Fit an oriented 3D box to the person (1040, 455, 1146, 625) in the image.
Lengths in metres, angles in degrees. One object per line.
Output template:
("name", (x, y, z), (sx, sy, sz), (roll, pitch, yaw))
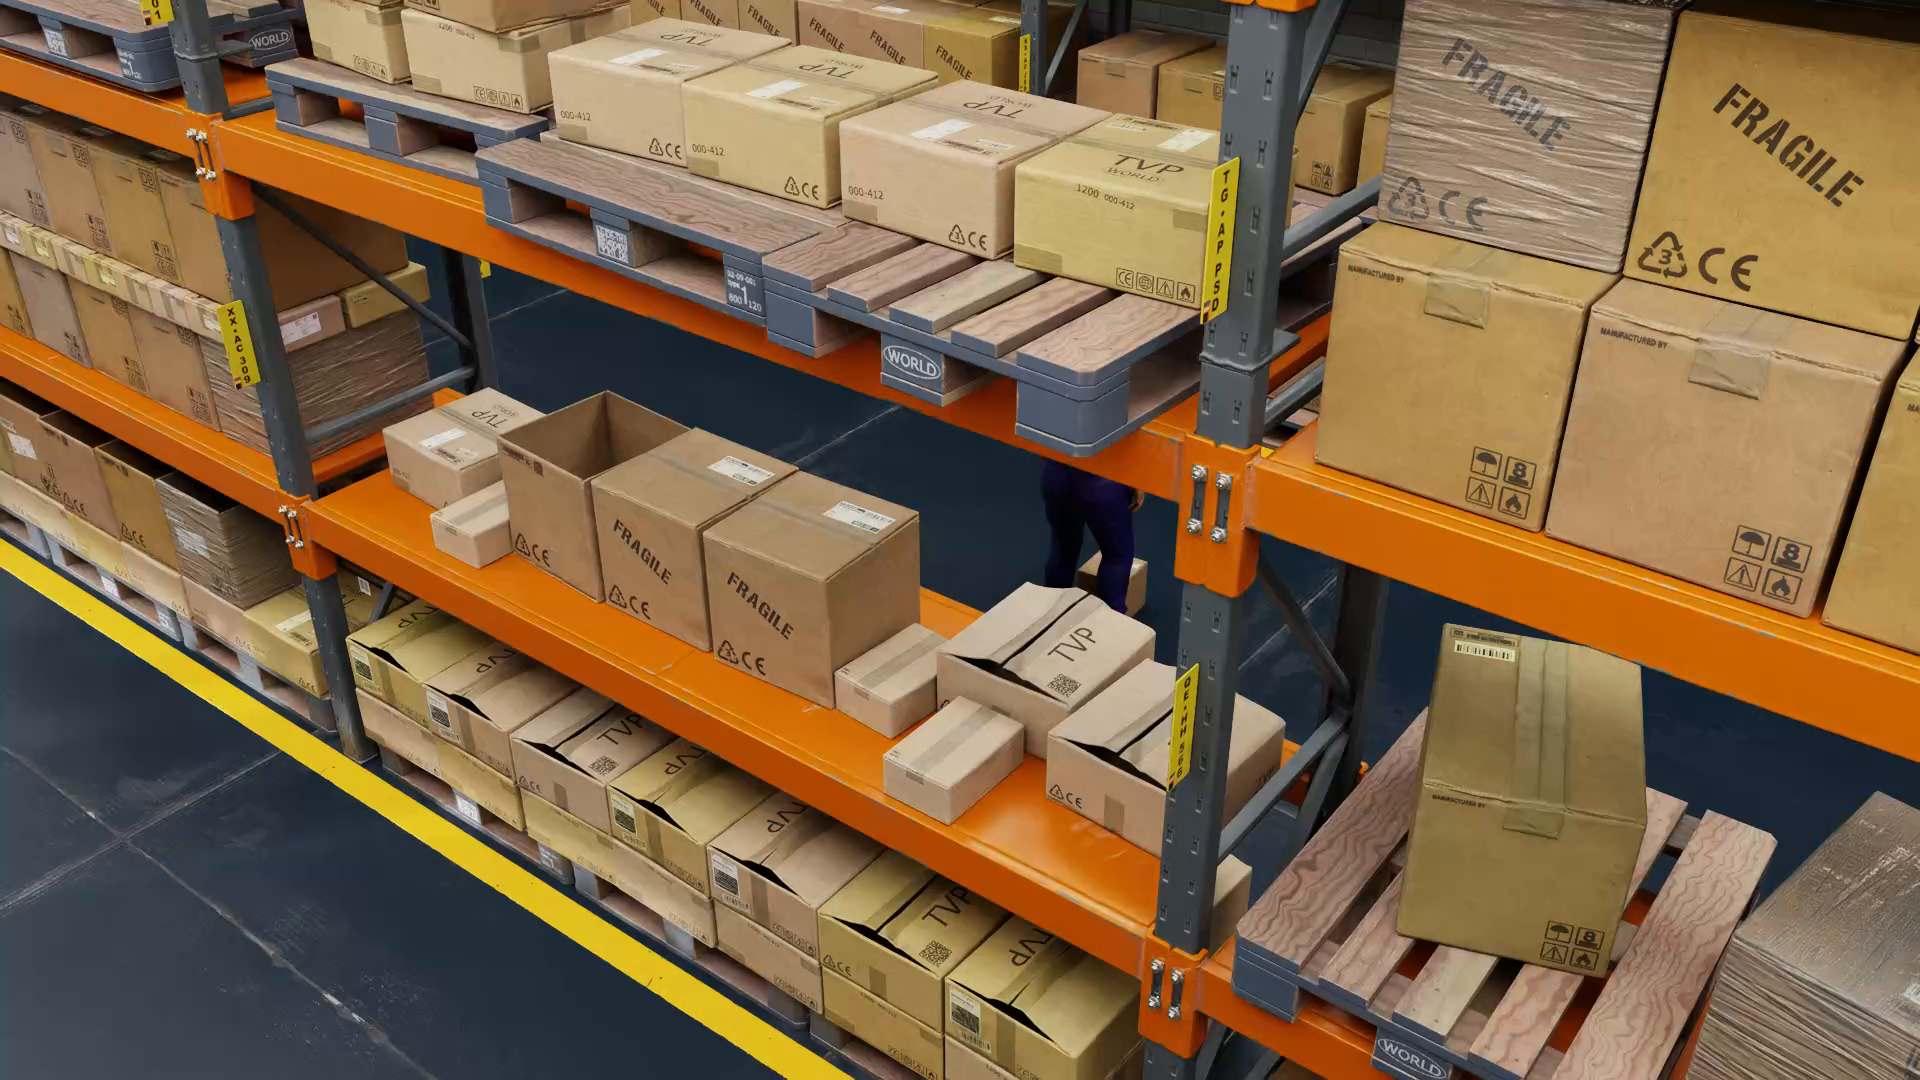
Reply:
("person", (0.595, -0.264, 7.592), (0.562, 1.638, 0.362), (20, 36, 29))
